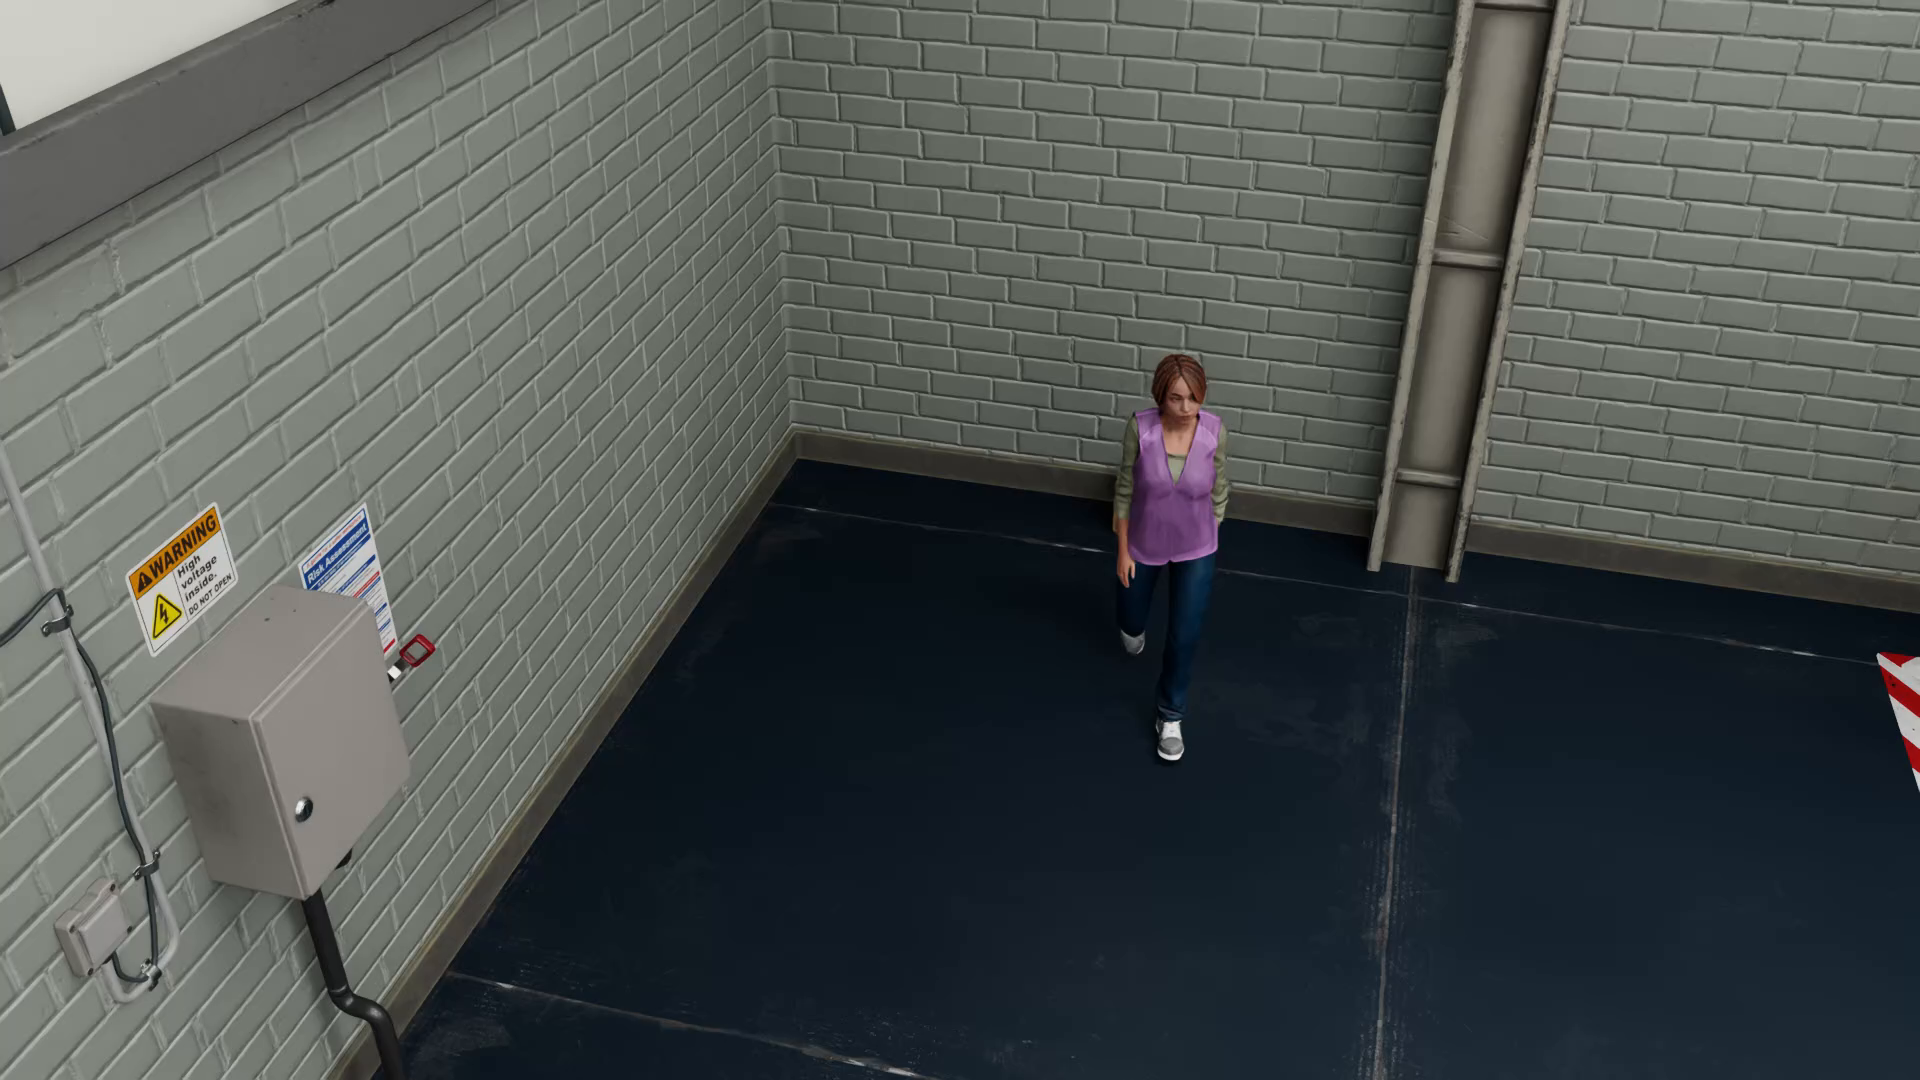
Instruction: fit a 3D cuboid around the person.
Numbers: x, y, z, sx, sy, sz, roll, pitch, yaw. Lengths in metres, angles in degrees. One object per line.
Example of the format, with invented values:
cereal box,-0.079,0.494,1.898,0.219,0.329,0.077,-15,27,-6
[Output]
person,0.771,-0.012,6.153,0.406,1.565,0.759,3,33,5
